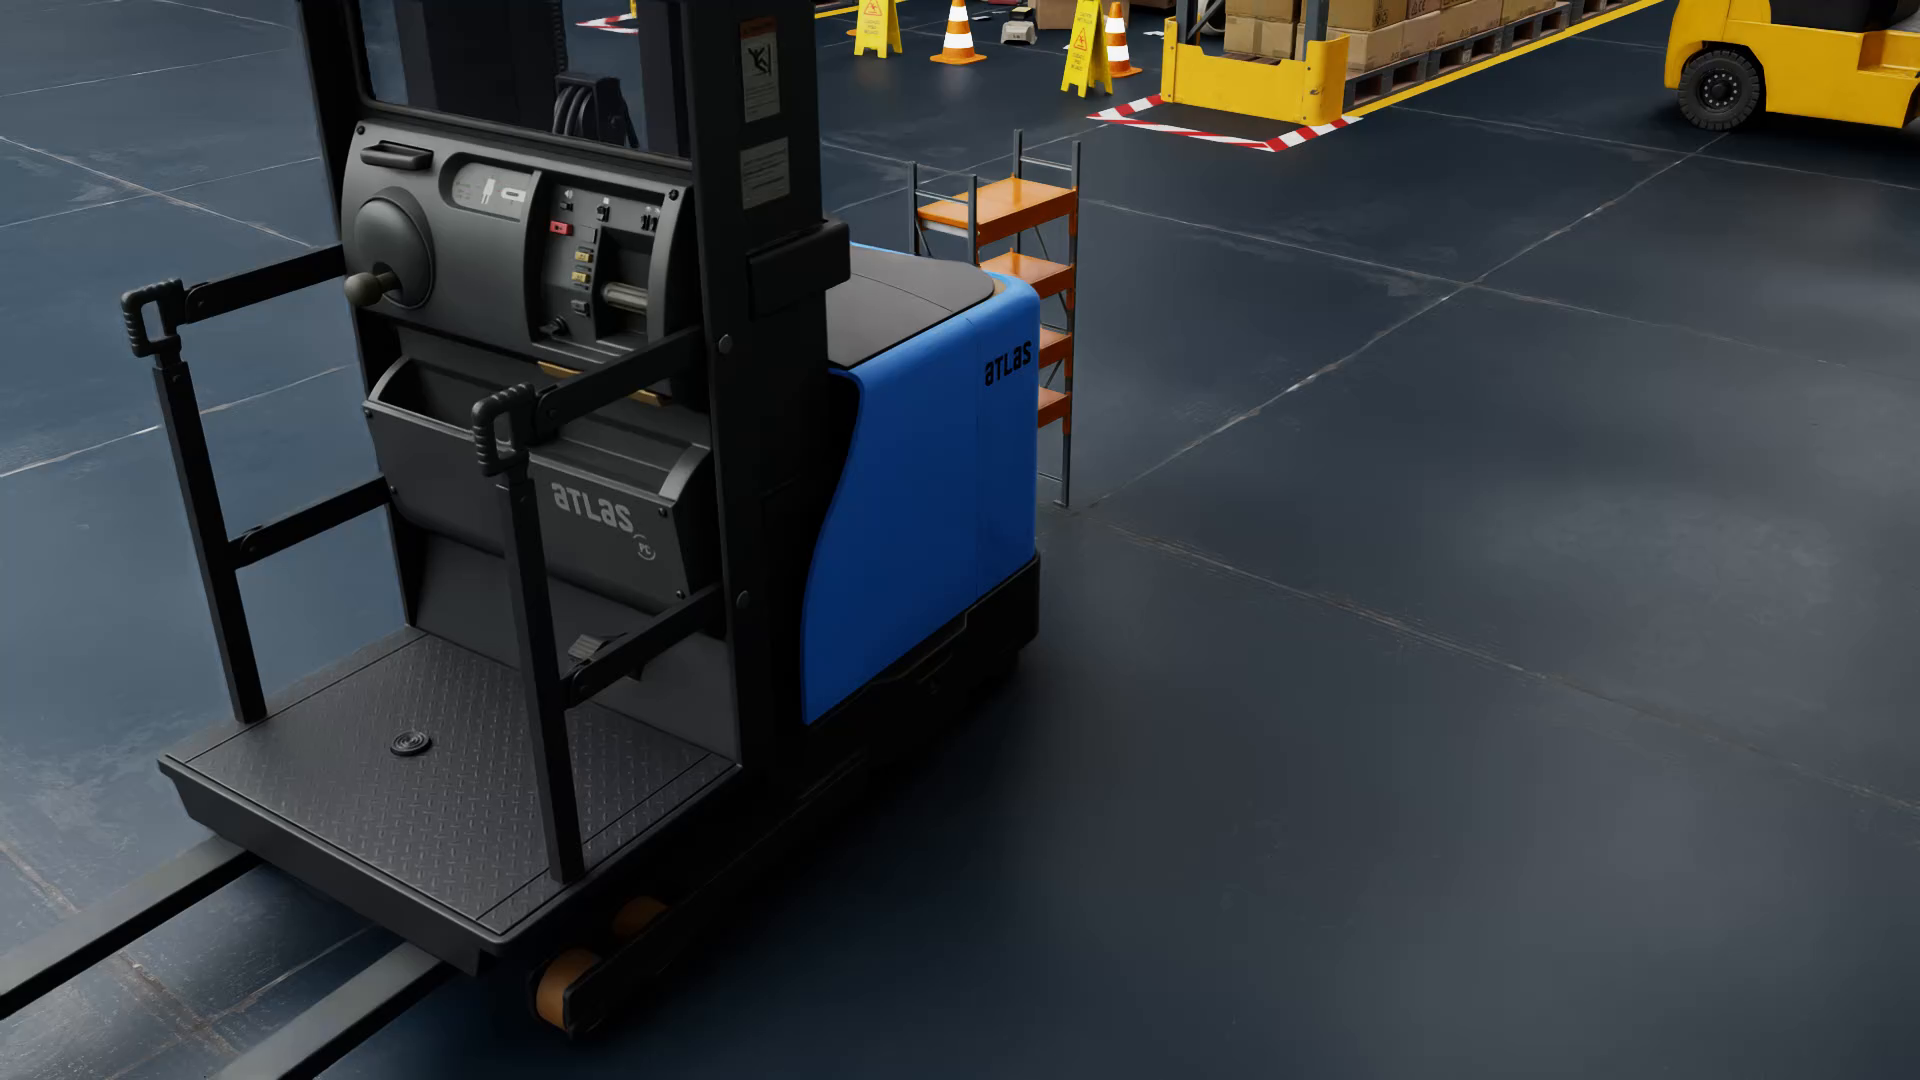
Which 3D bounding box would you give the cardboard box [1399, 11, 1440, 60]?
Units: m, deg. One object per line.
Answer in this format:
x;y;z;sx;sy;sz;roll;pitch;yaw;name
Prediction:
2.840;-3.391;11.075;0.500;0.250;0.500;22;35;36;cardboard box

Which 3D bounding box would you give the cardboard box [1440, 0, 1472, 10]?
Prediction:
3.179;-3.916;11.274;0.500;0.500;0.500;22;34;35;cardboard box

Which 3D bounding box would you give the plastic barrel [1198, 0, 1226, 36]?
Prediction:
1.929;-4.072;12.661;0.421;0.421;0.512;-5;28;-9;plastic barrel

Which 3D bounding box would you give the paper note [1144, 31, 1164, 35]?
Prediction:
1.504;-3.892;12.753;0.142;0.019;0.148;-15;31;-27;paper note

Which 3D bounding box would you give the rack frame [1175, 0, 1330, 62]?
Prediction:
1.783;-4.042;9.798;1.000;3.000;0.127;21;34;34;rack frame

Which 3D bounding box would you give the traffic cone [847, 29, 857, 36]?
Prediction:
-0.667;-4.099;12.670;0.336;0.463;0.334;21;34;34;traffic cone

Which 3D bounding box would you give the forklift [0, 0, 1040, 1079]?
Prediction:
-1.021;-0.563;3.147;1.130;2.935;3.031;17;32;30;forklift

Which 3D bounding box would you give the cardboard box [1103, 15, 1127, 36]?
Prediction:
1.058;-3.830;12.492;0.250;0.149;0.380;-10;29;-18;cardboard box

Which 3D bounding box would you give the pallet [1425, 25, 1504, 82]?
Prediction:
3.152;-3.538;11.860;1.003;0.211;1.213;21;34;34;pallet

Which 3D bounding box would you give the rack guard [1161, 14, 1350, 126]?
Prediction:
1.831;-2.958;10.424;1.175;0.500;0.348;21;34;34;rack guard

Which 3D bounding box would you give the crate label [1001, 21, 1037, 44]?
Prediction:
0.441;-3.800;12.447;0.250;0.136;0.298;4;28;8;crate label

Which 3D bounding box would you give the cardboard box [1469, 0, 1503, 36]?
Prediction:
3.501;-3.766;11.801;0.500;0.250;0.500;21;34;35;cardboard box

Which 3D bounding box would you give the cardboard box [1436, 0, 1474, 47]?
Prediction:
3.177;-3.588;11.457;0.500;0.250;0.500;24;35;38;cardboard box

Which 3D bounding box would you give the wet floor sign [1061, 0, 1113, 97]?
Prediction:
0.836;-3.241;10.813;0.232;0.644;0.267;-15;31;-27;wet floor sign

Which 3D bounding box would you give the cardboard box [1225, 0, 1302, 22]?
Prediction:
2.091;-3.700;10.857;0.500;0.500;0.500;21;34;35;cardboard box

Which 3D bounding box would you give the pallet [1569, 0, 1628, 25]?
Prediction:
4.821;-4.498;13.715;1.003;0.211;1.213;21;34;34;pallet

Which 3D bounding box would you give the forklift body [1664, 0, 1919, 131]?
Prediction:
5.414;-3.421;9.522;2.313;2.155;1.214;21;34;34;forklift body

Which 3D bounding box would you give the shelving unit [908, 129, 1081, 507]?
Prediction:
0.105;-0.592;5.088;0.258;1.200;0.503;21;34;34;shelving unit

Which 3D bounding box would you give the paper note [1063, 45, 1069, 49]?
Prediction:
0.848;-3.640;12.253;0.148;0.019;0.142;9;29;17;paper note

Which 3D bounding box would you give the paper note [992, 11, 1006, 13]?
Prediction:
0.320;-4.304;13.559;0.123;0.001;0.032;-10;29;-18;paper note

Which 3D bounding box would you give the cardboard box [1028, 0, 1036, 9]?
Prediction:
0.771;-4.509;13.676;0.258;0.266;0.396;-21;34;-35;cardboard box

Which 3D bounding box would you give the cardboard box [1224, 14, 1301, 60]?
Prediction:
2.105;-3.381;11.056;0.500;0.250;0.500;21;34;34;cardboard box

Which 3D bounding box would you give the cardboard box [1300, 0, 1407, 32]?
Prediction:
2.524;-3.554;10.574;0.500;0.500;0.500;19;33;33;cardboard box

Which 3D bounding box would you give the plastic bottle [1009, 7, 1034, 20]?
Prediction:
0.502;-4.254;13.406;0.133;0.061;0.283;9;29;17;plastic bottle

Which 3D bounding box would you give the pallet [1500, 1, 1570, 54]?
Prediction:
3.927;-3.973;12.700;1.003;0.211;1.213;21;34;34;pallet

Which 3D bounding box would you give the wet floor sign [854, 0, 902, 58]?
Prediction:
-0.591;-3.818;11.928;0.267;0.644;0.232;15;31;26;wet floor sign

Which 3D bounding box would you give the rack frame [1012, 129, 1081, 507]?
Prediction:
0.260;-0.678;5.255;0.240;1.200;0.015;21;34;34;rack frame

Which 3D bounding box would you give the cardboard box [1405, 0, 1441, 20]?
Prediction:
2.853;-3.740;10.935;0.500;0.500;0.500;19;33;33;cardboard box

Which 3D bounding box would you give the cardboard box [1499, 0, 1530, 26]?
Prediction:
3.828;-3.945;12.147;0.500;0.250;0.500;20;33;33;cardboard box

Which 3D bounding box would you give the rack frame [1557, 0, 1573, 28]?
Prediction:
4.327;-5.460;12.539;1.000;3.000;0.127;21;34;34;rack frame

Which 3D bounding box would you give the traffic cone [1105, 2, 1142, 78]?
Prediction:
1.061;-3.444;11.404;0.336;0.463;0.334;21;34;34;traffic cone

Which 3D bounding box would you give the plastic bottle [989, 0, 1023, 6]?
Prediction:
0.396;-4.511;13.904;0.283;0.061;0.133;9;29;17;plastic bottle

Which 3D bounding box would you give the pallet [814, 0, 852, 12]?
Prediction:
-1.653;-4.520;13.758;1.003;0.211;1.213;21;34;34;pallet

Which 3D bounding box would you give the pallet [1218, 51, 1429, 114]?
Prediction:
2.375;-3.108;11.028;1.003;0.211;1.213;21;34;34;pallet

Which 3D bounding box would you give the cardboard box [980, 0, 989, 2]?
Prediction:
0.248;-4.911;14.197;0.500;0.500;0.500;-21;34;-35;cardboard box

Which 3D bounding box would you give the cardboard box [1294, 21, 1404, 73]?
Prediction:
2.509;-3.212;10.730;0.500;0.250;0.500;20;34;34;cardboard box

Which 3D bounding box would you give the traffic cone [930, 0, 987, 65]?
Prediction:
-0.012;-3.648;11.798;0.336;0.463;0.334;21;34;34;traffic cone

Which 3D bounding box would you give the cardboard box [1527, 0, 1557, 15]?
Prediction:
4.159;-4.137;12.518;0.500;0.250;0.500;23;35;37;cardboard box

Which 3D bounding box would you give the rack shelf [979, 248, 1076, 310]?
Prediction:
0.105;-0.731;5.016;0.258;0.148;0.480;21;34;34;rack shelf

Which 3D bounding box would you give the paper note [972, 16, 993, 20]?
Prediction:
0.180;-4.178;13.295;0.142;0.017;0.144;-15;31;-27;paper note

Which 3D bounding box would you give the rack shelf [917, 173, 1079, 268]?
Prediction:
0.105;-0.941;4.907;0.258;0.148;0.480;21;34;34;rack shelf

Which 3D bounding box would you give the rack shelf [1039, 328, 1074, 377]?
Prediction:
0.105;-0.532;5.119;0.258;0.148;0.480;21;34;34;rack shelf

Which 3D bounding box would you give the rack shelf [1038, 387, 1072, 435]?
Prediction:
0.105;-0.355;5.210;0.258;0.148;0.480;21;34;34;rack shelf

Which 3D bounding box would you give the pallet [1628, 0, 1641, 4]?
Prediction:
5.597;-4.932;14.554;1.003;0.211;1.213;21;34;34;pallet

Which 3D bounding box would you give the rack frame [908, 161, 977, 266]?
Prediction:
-0.050;-0.505;4.921;0.240;1.200;0.015;21;34;34;rack frame

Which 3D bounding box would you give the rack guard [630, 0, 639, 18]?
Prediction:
-2.116;-4.334;13.083;1.175;0.500;0.348;21;34;34;rack guard

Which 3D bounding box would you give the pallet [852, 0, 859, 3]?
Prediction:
-0.876;-4.951;14.591;1.003;0.211;1.213;21;34;34;pallet

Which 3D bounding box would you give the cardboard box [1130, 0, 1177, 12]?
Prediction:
1.535;-4.690;13.620;0.797;0.637;0.503;21;34;34;cardboard box

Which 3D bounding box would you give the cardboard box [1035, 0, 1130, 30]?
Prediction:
0.947;-4.295;13.006;0.797;0.503;0.637;0;27;0;cardboard box
